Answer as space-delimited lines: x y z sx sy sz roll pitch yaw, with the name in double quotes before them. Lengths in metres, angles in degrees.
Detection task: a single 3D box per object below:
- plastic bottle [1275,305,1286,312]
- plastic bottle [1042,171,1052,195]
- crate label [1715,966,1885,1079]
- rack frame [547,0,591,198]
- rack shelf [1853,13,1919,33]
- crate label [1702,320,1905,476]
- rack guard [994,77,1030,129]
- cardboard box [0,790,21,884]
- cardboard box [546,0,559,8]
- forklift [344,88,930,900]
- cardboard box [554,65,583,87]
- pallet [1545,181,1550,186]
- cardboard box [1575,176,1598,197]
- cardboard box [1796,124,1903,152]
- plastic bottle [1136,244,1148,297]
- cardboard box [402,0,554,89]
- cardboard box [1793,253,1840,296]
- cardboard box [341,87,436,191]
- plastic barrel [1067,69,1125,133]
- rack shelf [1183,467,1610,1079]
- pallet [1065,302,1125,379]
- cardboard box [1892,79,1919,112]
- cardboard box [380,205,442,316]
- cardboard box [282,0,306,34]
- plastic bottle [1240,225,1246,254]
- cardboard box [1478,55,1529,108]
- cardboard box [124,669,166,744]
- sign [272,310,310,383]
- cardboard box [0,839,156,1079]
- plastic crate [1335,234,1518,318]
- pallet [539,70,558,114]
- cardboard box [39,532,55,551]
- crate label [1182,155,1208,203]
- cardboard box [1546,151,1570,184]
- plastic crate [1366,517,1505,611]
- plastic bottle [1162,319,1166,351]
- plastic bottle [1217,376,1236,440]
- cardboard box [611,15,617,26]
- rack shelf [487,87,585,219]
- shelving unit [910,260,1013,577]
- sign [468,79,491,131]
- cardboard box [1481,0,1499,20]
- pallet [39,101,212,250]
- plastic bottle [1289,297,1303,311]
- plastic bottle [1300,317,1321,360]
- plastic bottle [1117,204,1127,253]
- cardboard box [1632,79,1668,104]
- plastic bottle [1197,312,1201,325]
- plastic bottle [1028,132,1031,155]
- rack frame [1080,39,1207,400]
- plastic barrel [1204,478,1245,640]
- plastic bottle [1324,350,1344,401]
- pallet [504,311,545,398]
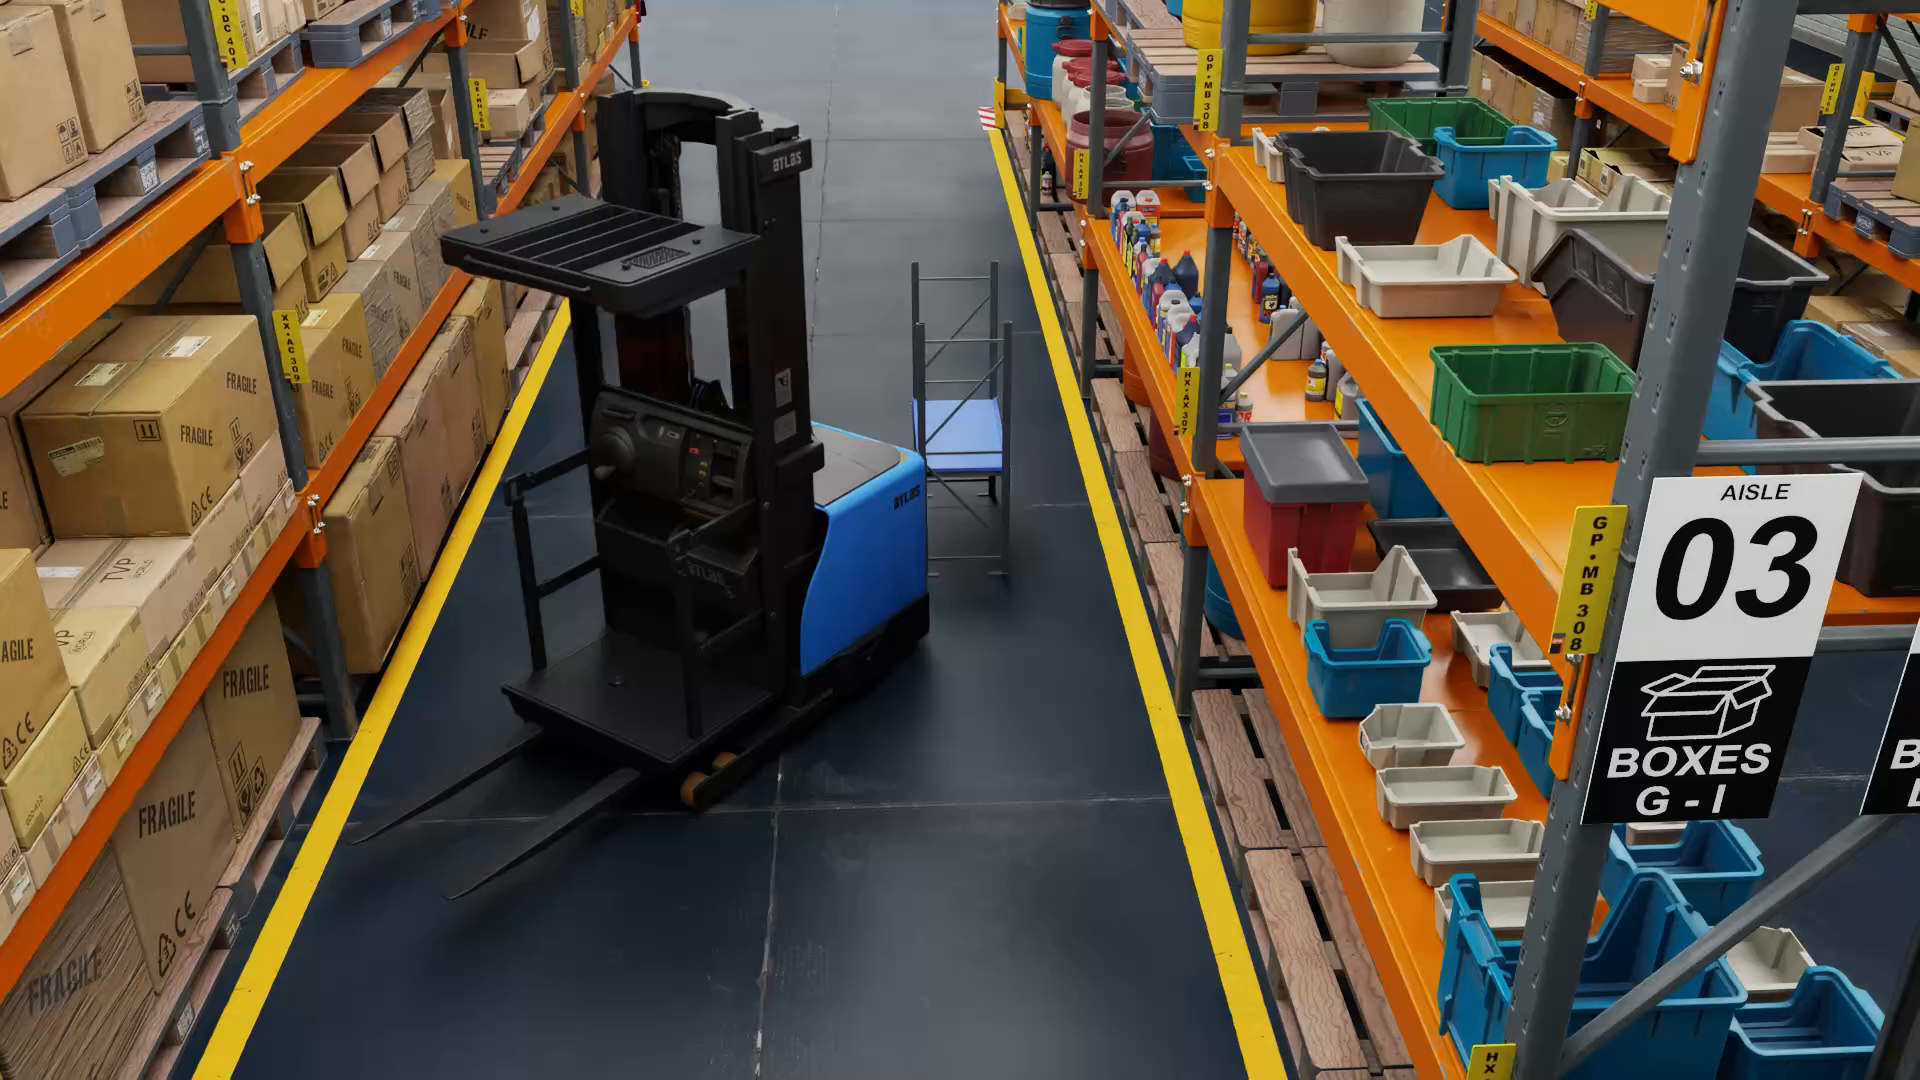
"plastic bottle" 1.727 -1.162 8.949 0.097 0.201 0.097 0 28 0
"plastic bottle" 0.807 -3.313 15.408 0.097 0.201 0.097 0 28 0
"crate label" 2.080 1.269 4.189 0.416 0.233 0.303 -1 28 -3
"rack frame" -3.809 -4.079 14.326 1.000 3.000 0.127 -1 28 -3
"rack shelf" 6.398 -2.556 8.942 1.077 0.370 4.000 -1 28 -3
"crate label" 2.039 -0.354 4.103 0.408 0.251 0.502 -1 28 -3
"rack guard" 0.980 -4.903 18.610 1.175 0.500 0.348 -1 28 -3
"cardboard box" -2.971 0.930 4.565 0.500 0.250 0.500 -2 28 -3
"cardboard box" -3.578 -4.912 14.414 0.500 0.500 0.500 -1 28 -3
"forklift" -1.415 -0.346 7.244 1.130 2.935 3.031 18 32 31
"cardboard box" -3.520 -4.074 14.589 0.380 0.149 0.250 -1 28 -3
"pallet" 6.085 -3.448 16.133 1.003 0.211 1.213 -1 28 -3
"cardboard box" 5.858 -3.091 14.952 0.500 0.250 0.500 -2 28 -4
"cardboard box" 6.440 -2.847 12.062 0.500 0.311 0.500 -2 28 -3
"plastic bottle" 1.061 -1.557 9.618 0.061 0.283 0.133 -1 28 -3
"cardboard box" -3.907 -4.161 13.381 1.000 1.000 1.000 -1 28 -2
"cardboard box" 6.020 -1.921 12.101 0.500 0.311 0.500 -1 28 -1
"cardboard box" -3.578 -2.382 9.881 0.797 0.503 0.637 0 28 -1
"plastic barrel" 1.029 -3.273 12.634 0.433 0.535 0.433 0 28 0
"rack shelf" 1.660 0.739 5.868 1.077 0.370 4.000 -1 28 -3
"pallet" 1.345 -1.473 12.347 1.003 0.211 1.213 -1 28 -3
"cardboard box" 10.768 -4.966 18.459 0.500 0.311 0.500 -4 28 -8
"cardboard box" -3.276 -1.584 9.435 0.500 0.500 0.500 -2 28 -4
"cardboard box" -3.319 -2.480 7.836 0.380 0.149 0.250 -2 28 -5
"plastic bottle" 1.798 -1.881 10.328 0.097 0.201 0.097 0 28 0
"cardboard box" 5.748 -4.748 17.319 0.500 0.500 0.500 -1 28 -3
"cardboard box" -2.968 0.571 5.683 0.380 0.149 0.250 -1 28 -2
"sign" -2.837 -0.817 7.051 0.100 0.325 0.005 -1 28 -3
"cardboard box" -3.343 1.505 5.464 0.875 0.875 0.875 -1 28 -3
"plastic crate" 1.408 -0.818 5.116 0.437 0.136 0.530 -1 28 -3
"pallet" -3.914 -3.637 13.687 1.003 0.211 1.213 -1 28 -3
"cardboard box" -3.607 0.004 6.340 0.500 0.250 0.500 -2 28 -3
"crate label" 1.699 -2.480 11.443 0.303 0.233 0.416 -1 28 -3
"cardboard box" 5.842 -3.492 15.721 0.500 0.250 0.500 -1 28 -3
"plastic crate" 1.882 0.102 6.543 0.437 0.125 0.590 -1 28 -3
"plastic bottle" 1.126 -1.107 8.843 0.097 0.201 0.097 0 28 0
"plastic bottle" 1.212 -0.623 7.835 0.152 0.276 0.135 -1 28 -3
"cardboard box" -3.722 -5.342 17.021 0.380 0.149 0.250 -1 28 -3
"rack shelf" -3.704 -2.836 12.722 1.077 0.370 4.000 -1 28 -3
"shelving unit" -0.004 -0.704 9.479 0.538 1.500 1.048 -1 28 -3
"sign" -3.046 -2.760 10.546 0.100 0.325 0.005 -1 28 -3
"cardboard box" 5.919 -5.749 17.422 0.700 0.500 0.500 -1 28 -1
"pallet" -3.359 -1.297 5.845 1.003 0.211 1.213 -1 28 -3
"plastic bottle" 1.851 -1.206 8.954 0.152 0.276 0.135 -1 28 -3
"plastic bottle" 1.863 -1.099 8.748 0.152 0.276 0.135 -1 28 -3
"plastic bottle" 1.018 -1.939 10.350 0.061 0.283 0.133 -1 28 -3
"cardboard box" 5.926 -3.791 14.046 0.380 0.149 0.250 -1 28 -3
"plastic bottle" 1.283 -1.096 8.747 0.097 0.271 0.097 0 28 0
"plastic bottle" 0.735 -3.982 16.615 0.097 0.271 0.097 0 28 0
"rack frame" 1.346 -2.351 11.014 1.000 3.000 0.127 -1 28 -3
"plastic barrel" 1.544 -0.011 8.343 0.600 0.901 0.708 -1 28 -3
"plastic bottle" 1.892 -0.841 8.252 0.152 0.276 0.135 -1 28 -3
"pallet" -3.639 -1.356 12.122 1.003 0.211 1.213 -1 28 -3
